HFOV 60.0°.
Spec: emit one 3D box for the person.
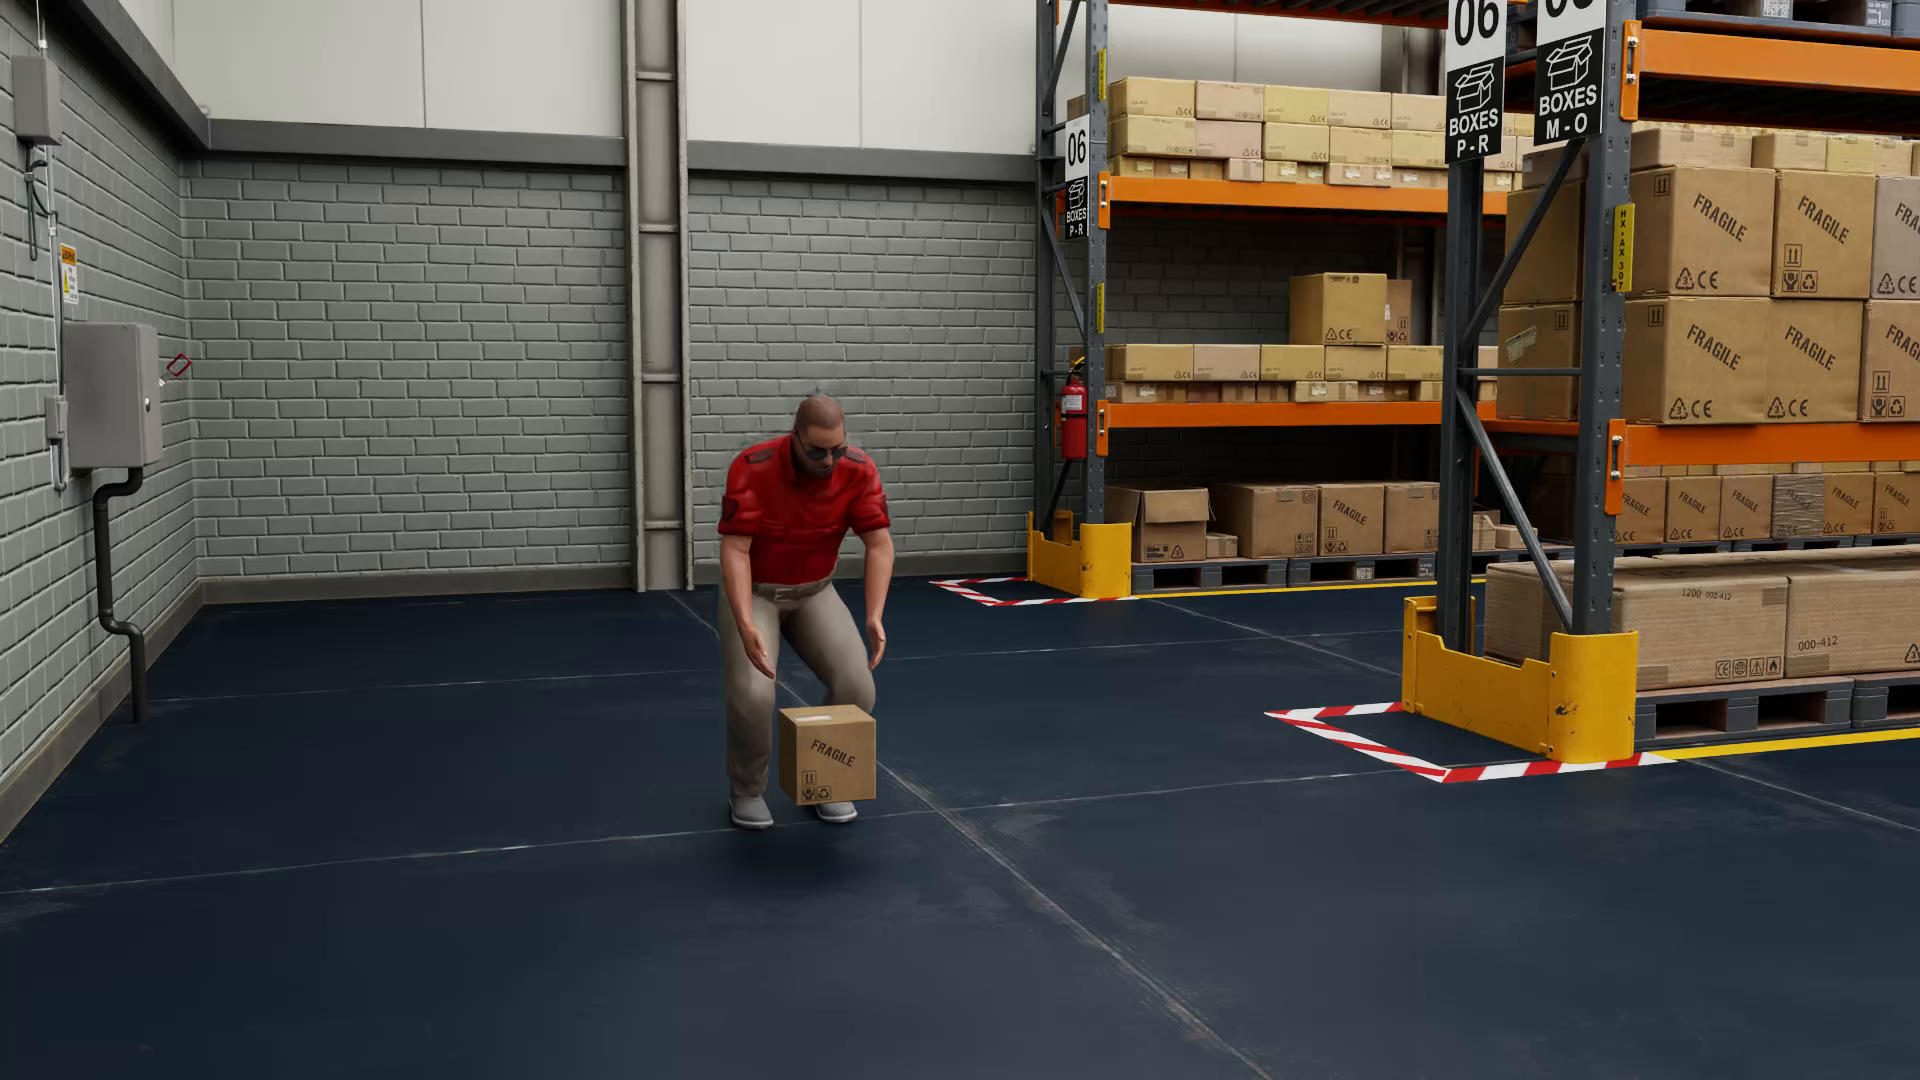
[{"bbox_3d":[-0.532,0.232,5.595,0.590,1.439,0.685,-2,6,-18],"label":"person"}]
